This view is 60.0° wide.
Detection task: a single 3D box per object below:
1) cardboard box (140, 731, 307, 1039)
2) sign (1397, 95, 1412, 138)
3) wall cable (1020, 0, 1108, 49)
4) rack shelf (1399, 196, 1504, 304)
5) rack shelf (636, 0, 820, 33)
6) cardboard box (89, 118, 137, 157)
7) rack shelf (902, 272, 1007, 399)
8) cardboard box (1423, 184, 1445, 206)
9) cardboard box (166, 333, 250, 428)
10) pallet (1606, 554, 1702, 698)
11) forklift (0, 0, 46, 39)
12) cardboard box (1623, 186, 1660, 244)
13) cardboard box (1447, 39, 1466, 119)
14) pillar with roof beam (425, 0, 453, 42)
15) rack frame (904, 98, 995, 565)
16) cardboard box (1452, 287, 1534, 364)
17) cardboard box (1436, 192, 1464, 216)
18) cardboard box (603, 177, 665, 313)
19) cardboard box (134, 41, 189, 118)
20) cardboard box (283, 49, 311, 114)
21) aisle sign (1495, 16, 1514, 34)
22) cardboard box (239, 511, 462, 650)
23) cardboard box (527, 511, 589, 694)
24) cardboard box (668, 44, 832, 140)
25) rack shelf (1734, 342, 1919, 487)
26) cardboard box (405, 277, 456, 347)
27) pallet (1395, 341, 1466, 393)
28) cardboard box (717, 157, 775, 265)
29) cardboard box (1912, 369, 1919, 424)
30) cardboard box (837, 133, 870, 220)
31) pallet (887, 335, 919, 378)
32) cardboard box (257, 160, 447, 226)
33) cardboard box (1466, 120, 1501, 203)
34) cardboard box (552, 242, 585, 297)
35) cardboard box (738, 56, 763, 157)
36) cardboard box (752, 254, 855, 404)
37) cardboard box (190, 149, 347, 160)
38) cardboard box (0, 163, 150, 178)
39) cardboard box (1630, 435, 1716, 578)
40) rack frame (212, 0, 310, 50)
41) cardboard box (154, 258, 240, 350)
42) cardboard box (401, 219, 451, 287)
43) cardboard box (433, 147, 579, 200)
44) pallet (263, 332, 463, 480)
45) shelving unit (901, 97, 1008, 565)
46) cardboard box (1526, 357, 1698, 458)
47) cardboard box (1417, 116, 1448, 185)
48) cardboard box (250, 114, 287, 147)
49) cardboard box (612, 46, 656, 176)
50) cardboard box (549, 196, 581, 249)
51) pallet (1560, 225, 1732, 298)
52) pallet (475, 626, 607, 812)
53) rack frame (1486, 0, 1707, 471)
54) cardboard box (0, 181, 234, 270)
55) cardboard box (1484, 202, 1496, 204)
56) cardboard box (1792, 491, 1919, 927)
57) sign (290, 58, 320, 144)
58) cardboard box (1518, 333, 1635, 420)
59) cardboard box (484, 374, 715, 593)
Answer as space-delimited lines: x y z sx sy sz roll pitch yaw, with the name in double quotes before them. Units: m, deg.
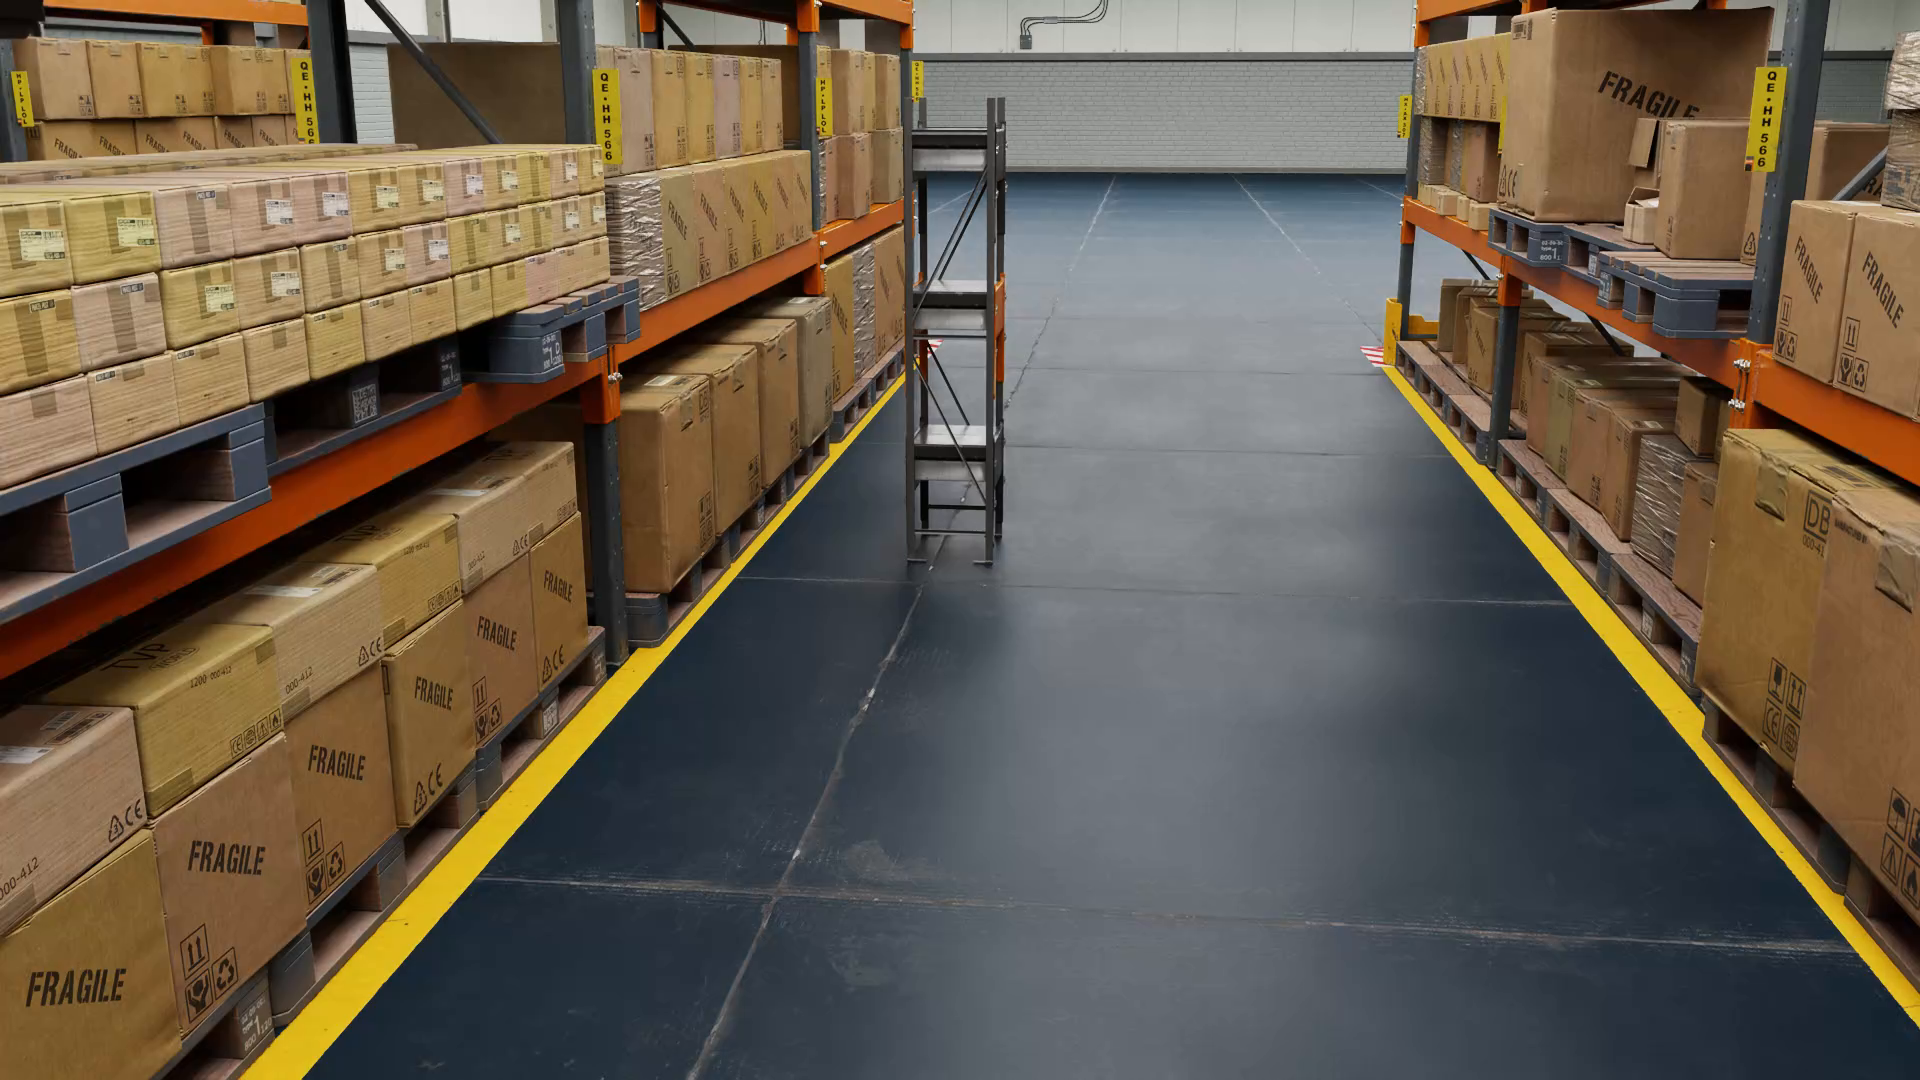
"cardboard box" -1.834 0.734 3.687 0.500 0.500 0.500 2 15 9
"sign" 3.493 -3.323 13.047 0.100 0.325 0.005 2 15 6
"wall cable" 2.741 -15.932 43.328 2.305 6.003 0.169 2 15 6
"rack shelf" 3.806 -2.023 11.276 1.077 0.370 4.000 2 15 6
"rack shelf" -1.562 -2.606 7.685 1.077 0.370 4.000 2 15 6
"cardboard box" -5.906 -2.572 11.167 0.500 0.500 0.500 2 15 6
"rack shelf" -0.019 -0.957 7.733 0.431 0.518 0.480 2 15 6
"cardboard box" 3.673 -2.572 12.410 0.380 0.149 0.250 2 15 6
"cardboard box" -1.651 -0.321 3.280 0.380 0.149 0.250 2 15 7
"pallet" 3.219 0.329 6.541 1.003 0.211 1.213 2 15 6
"forklift" -4.030 -0.978 6.164 1.130 2.935 3.031 1 15 2
"cardboard box" 3.049 -1.393 7.019 0.396 0.266 0.258 1 15 5
"cardboard box" 3.530 -3.040 10.982 0.500 0.500 0.500 2 15 6
"pillar with roof beam" -5.413 -10.610 30.161 9.100 9.000 0.400 2 15 6
"rack frame" -0.046 -0.907 7.495 0.400 2.100 0.015 2 15 6
"cardboard box" 3.911 -1.568 12.198 0.500 0.500 0.500 6 16 21
"cardboard box" 3.497 -2.315 11.458 0.380 0.149 0.250 2 15 6
"cardboard box" -1.469 -1.144 6.453 0.500 0.500 0.500 2 15 7
"cardboard box" -5.838 -3.187 11.526 0.700 0.500 0.500 1 15 5
"cardboard box" -5.655 -3.717 13.484 0.700 0.500 0.500 1 15 5
"aisle sign" 4.337 -4.151 12.788 0.394 0.787 0.004 2 15 6
"cardboard box" -1.723 0.103 4.582 0.500 0.250 0.500 2 15 8
"cardboard box" -1.602 0.196 5.676 0.500 0.500 0.500 2 15 6
"cardboard box" -1.260 -2.713 10.091 0.875 0.550 0.550 2 15 6
"rack shelf" 2.904 0.052 3.603 1.077 0.370 4.000 2 15 6
"cardboard box" -1.536 -0.594 4.290 0.380 0.149 0.250 2 15 8
"pallet" 3.897 -1.314 12.617 1.003 0.211 1.213 2 15 6
"cardboard box" -1.244 -1.667 8.389 0.500 0.500 0.500 2 15 7
"cardboard box" 2.694 -0.478 3.991 0.500 0.500 0.500 1 15 5
"cardboard box" -1.089 -2.473 11.272 0.875 0.550 0.550 2 15 6
"pallet" -0.897 -1.506 13.327 1.003 0.211 1.213 2 15 6
"cardboard box" -1.536 -0.879 4.205 0.380 0.149 0.250 2 15 9
"cardboard box" 3.741 -2.420 10.604 0.875 0.500 0.500 2 15 6
"cardboard box" -1.416 -0.862 5.282 0.380 0.149 0.250 2 15 6
"cardboard box" -1.442 -2.293 8.787 0.700 0.500 0.500 1 15 5
"cardboard box" -1.196 -1.362 10.720 0.875 0.875 0.875 2 15 7
"cardboard box" -2.092 -1.108 5.050 0.380 0.149 0.250 2 15 6
"cardboard box" -2.211 -0.836 4.043 0.380 0.149 0.250 1 15 5
"cardboard box" 3.235 -0.139 6.875 0.700 0.500 0.500 0 15 2
"rack frame" -5.815 -3.181 14.180 1.000 3.000 0.127 2 15 6
"cardboard box" -1.653 -0.465 3.241 0.380 0.149 0.250 1 15 4
"cardboard box" -1.534 -0.736 4.243 0.380 0.149 0.250 2 15 8
"cardboard box" -1.418 -1.150 5.204 0.380 0.149 0.250 2 15 6
"pallet" -1.970 -0.380 4.187 1.003 0.211 1.213 2 15 6
"shelving unit" -0.019 -0.971 7.729 0.431 2.100 0.503 2 15 6
"cardboard box" 3.490 -0.699 8.946 0.700 0.500 0.500 1 15 2
"cardboard box" 3.943 -2.939 12.524 0.875 0.500 0.500 2 15 6
"cardboard box" -5.663 -3.094 13.098 0.500 0.500 0.500 2 15 6
"cardboard box" -1.671 -1.765 6.836 0.700 0.500 0.500 1 15 5
"cardboard box" -1.419 -1.001 5.224 0.380 0.149 0.250 2 15 8
"pallet" 3.312 -1.236 7.356 1.003 0.211 1.213 2 15 6
"pallet" -1.877 0.562 5.679 1.003 0.211 1.213 2 15 6
"rack frame" 3.581 -1.852 9.264 1.000 3.000 0.127 2 15 6
"cardboard box" -1.650 -0.610 3.209 0.380 0.149 0.250 1 15 6
"cardboard box" 3.515 -2.052 10.485 0.380 0.149 0.250 2 15 6
"cardboard box" 2.923 0.418 4.136 1.225 0.875 0.875 2 15 6
"sign" -2.339 -1.561 5.971 0.100 0.325 0.005 2 15 6
"cardboard box" 3.666 -0.951 9.915 0.500 0.500 0.500 1 15 5
"cardboard box" -1.630 -0.259 6.878 1.050 0.750 0.750 1 15 5
